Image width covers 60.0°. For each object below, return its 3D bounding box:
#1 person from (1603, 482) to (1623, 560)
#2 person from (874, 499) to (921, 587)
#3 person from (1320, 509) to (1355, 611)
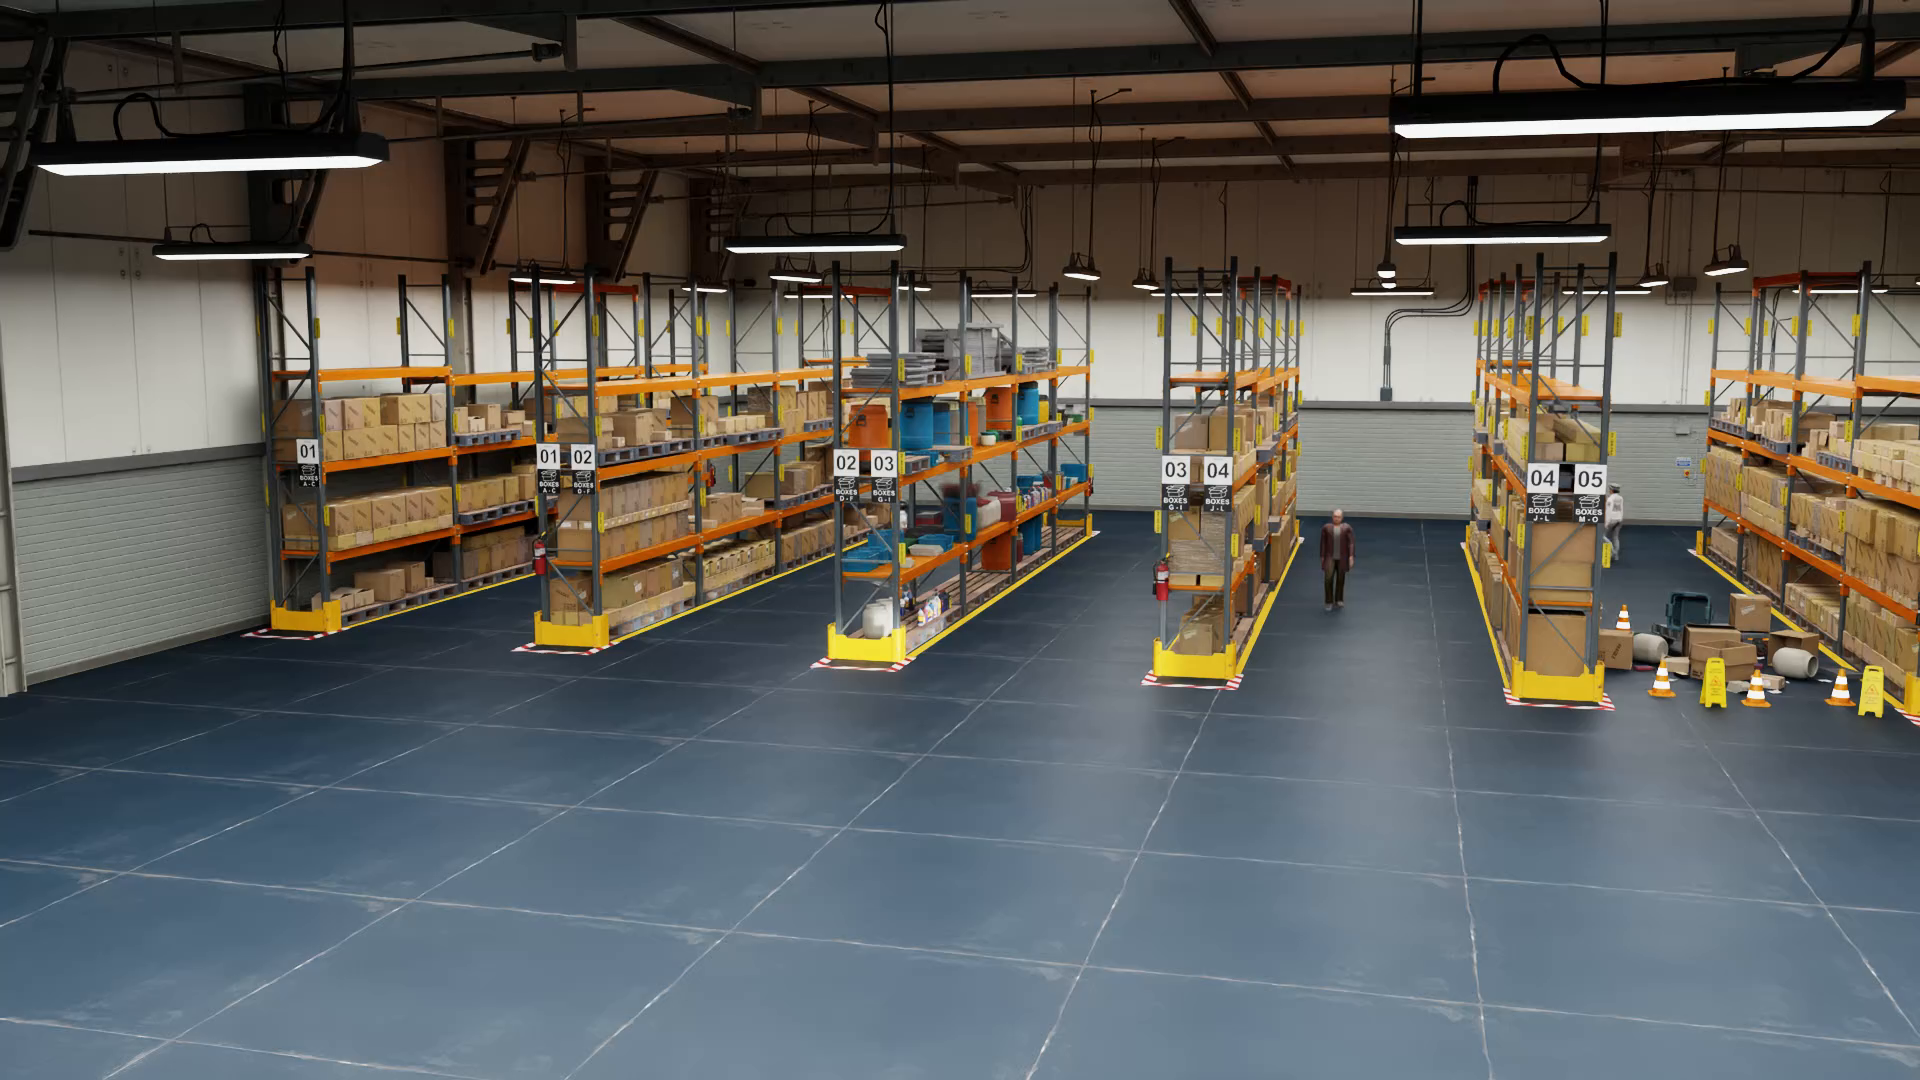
[{"bbox_3d":[14.172,-0.398,36.047,0.523,1.677,0.413,-4,8,-29],"label":"person"},{"bbox_3d":[-1.139,0.048,30.209,0.861,1.646,0.474,0,7,0],"label":"person"},{"bbox_3d":[6.768,0.470,29.818,0.622,1.654,0.578,2,7,13],"label":"person"}]
